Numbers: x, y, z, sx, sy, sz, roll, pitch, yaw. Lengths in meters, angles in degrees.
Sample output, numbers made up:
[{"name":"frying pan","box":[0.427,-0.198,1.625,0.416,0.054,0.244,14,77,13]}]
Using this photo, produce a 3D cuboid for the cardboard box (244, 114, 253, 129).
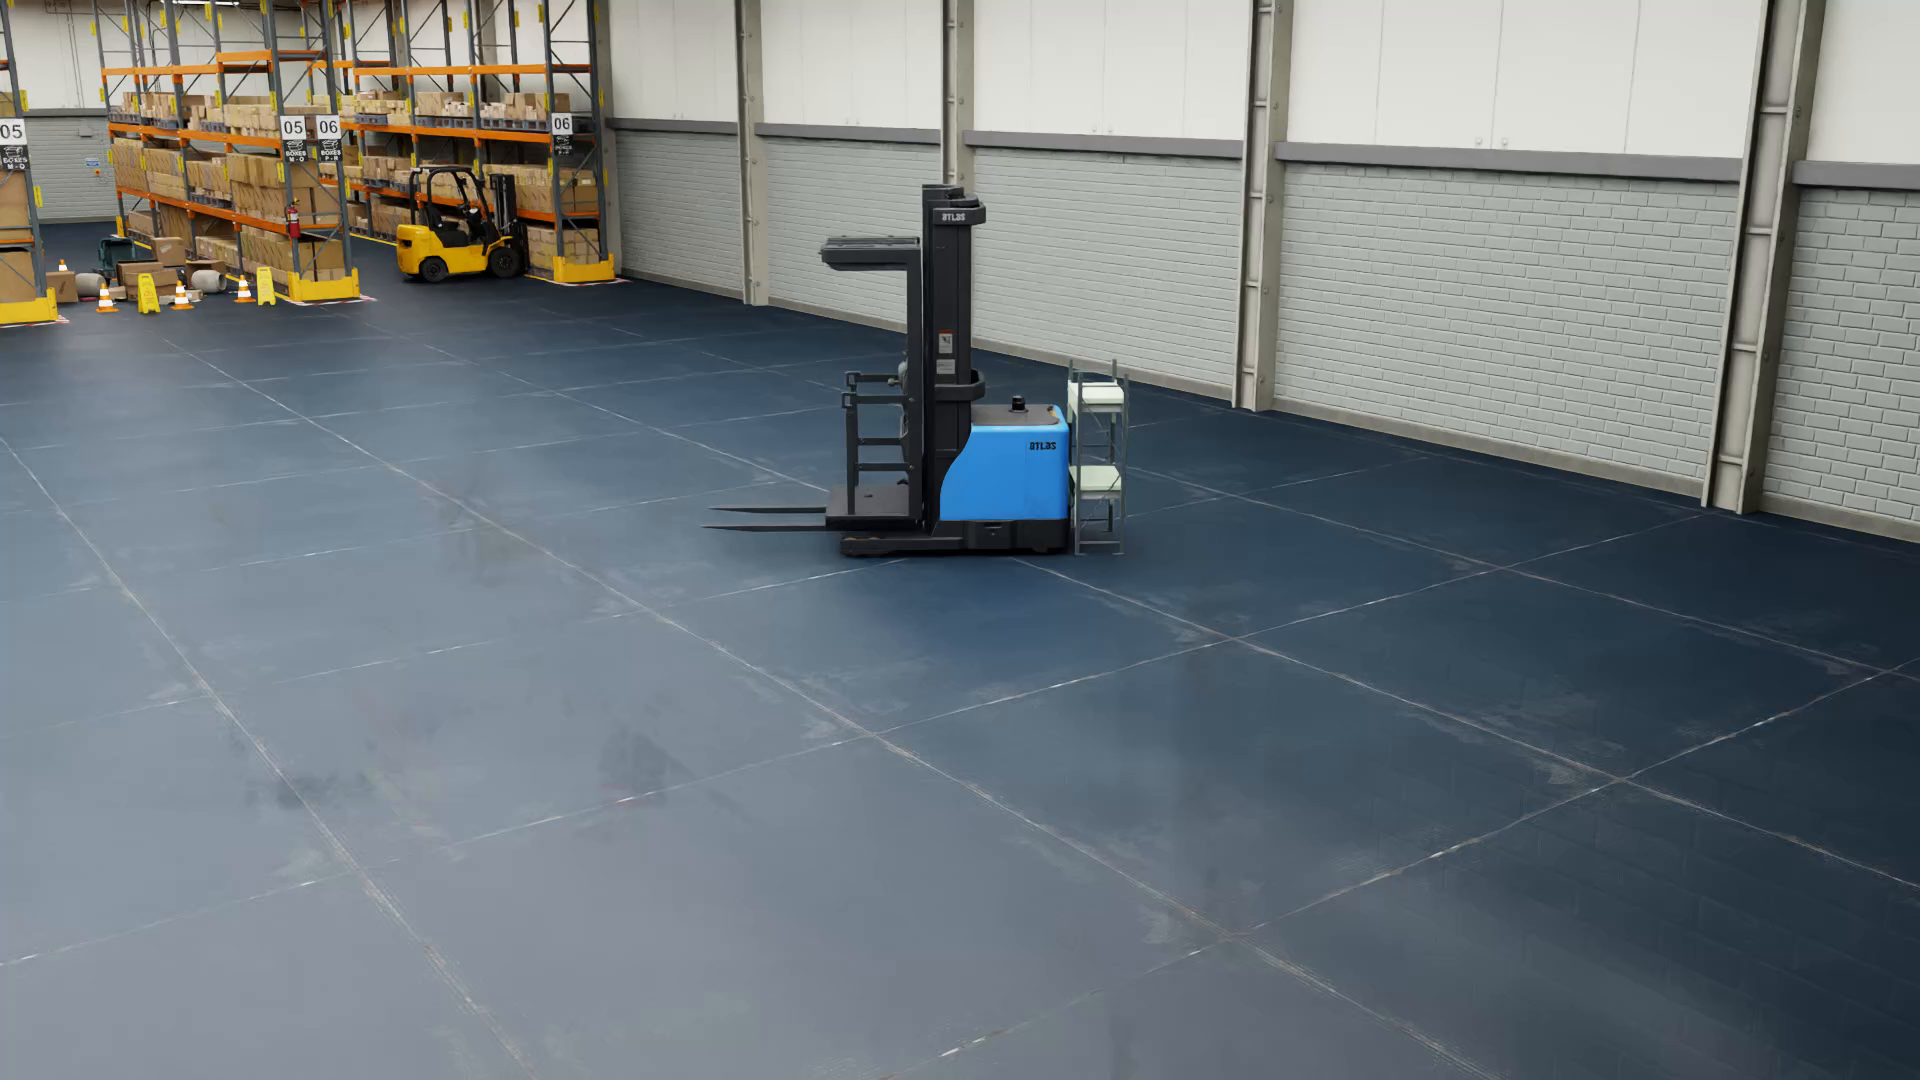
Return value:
[{"name":"cardboard box","box":[-12.849,-7.716,30.624,0.500,0.250,0.500,-11,19,-34]}]

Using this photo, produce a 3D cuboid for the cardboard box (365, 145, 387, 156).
[{"name":"cardboard box","box":[-15.131,-9.931,42.980,0.500,0.500,0.500,-11,19,-36]}]

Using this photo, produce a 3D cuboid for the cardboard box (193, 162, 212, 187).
[{"name":"cardboard box","box":[-15.742,-7.666,34.854,0.500,0.500,0.500,-10,18,-32]}]

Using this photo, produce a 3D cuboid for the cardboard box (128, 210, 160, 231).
[{"name":"cardboard box","box":[-20.367,-8.063,41.913,0.875,0.438,0.875,-12,19,-36]}]

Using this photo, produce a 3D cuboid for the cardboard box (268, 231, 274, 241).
[{"name":"cardboard box","box":[-12.525,-5.609,30.651,0.380,0.149,0.250,-10,18,-34]}]

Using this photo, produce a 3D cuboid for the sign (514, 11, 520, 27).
[{"name":"sign","box":[-9.304,-10.932,34.903,0.100,0.325,0.005,-11,19,-35]}]

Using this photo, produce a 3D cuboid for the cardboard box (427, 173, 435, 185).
[{"name":"cardboard box","box":[-11.762,-8.214,37.742,0.500,0.250,0.500,-10,18,-33]}]

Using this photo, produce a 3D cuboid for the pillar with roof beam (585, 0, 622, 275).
[{"name":"pillar with roof beam","box":[-10.578,-9.091,30.244,9.100,9.000,0.400,-11,19,-35]}]

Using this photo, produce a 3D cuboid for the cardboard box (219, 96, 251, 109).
[{"name":"cardboard box","box":[-14.224,-8.582,32.608,0.500,0.250,0.500,-10,18,-33]}]

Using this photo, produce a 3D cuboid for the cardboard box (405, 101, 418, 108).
[{"name":"cardboard box","box":[-12.561,-10.023,38.297,0.380,0.149,0.250,-10,18,-33]}]

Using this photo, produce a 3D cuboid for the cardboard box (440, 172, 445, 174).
[{"name":"cardboard box","box":[-11.402,-8.258,37.149,0.380,0.149,0.250,-10,18,-33]}]

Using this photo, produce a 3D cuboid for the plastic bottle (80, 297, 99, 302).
[{"name":"plastic bottle","box":[-15.515,-4.289,29.630,0.133,0.061,0.283,10,18,33]}]

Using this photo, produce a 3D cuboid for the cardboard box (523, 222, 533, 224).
[{"name":"cardboard box","box":[-9.142,-6.422,34.378,0.500,0.250,0.500,-10,18,-33]}]

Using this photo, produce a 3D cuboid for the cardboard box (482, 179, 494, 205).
[{"name":"cardboard box","box":[-9.717,-7.344,35.036,0.500,0.500,0.500,-12,19,-36]}]

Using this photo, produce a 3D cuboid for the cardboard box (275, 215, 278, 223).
[{"name":"cardboard box","box":[-12.193,-5.826,30.156,0.380,0.149,0.250,-11,19,-35]}]

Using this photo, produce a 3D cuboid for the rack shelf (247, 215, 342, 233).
[{"name":"rack shelf","box":[-12.604,-5.980,31.235,0.919,0.124,3.809,-11,19,-35]}]

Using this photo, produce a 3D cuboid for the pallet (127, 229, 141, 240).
[{"name":"pallet","box":[-20.302,-7.718,41.877,1.003,0.211,1.213,-11,19,-35]}]

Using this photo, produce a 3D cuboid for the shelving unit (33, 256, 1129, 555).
[{"name":"shelving unit","box":[-9.346,-4.050,26.035,20.390,1.500,26.925,-1,15,-2]}]

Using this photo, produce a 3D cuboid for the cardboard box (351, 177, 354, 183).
[{"name":"cardboard box","box":[-15.338,-9.211,42.524,0.380,0.149,0.250,-10,18,-33]}]

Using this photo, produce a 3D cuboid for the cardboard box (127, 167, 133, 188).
[{"name":"cardboard box","box":[-19.873,-8.804,40.370,0.500,0.500,0.500,-10,18,-33]}]

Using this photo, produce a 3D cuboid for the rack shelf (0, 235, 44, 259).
[{"name":"rack shelf","box":[-16.549,-5.096,28.374,1.077,0.370,4.000,-11,19,-35]}]

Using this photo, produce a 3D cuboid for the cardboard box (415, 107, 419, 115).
[{"name":"cardboard box","box":[-12.160,-9.748,37.786,0.380,0.166,0.250,-11,19,-35]}]

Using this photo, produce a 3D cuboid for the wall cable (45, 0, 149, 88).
[{"name":"wall cable","box":[-23.798,-13.403,45.999,2.355,3.000,0.029,-11,19,-35]}]

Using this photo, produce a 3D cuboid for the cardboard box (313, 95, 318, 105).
[{"name":"cardboard box","box":[-16.765,-11.619,43.936,0.500,0.250,0.500,-11,19,-35]}]

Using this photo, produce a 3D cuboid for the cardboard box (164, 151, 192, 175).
[{"name":"cardboard box","box":[-17.242,-8.329,36.743,0.500,0.500,0.500,-11,19,-34]}]

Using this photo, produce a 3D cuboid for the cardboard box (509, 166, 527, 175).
[{"name":"cardboard box","box":[-8.998,-7.559,34.029,0.380,0.149,0.250,-11,19,-35]}]

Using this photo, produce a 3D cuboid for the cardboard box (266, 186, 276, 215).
[{"name":"cardboard box","box":[-12.576,-5.820,31.252,1.052,1.739,2.341,-11,19,-34]}]

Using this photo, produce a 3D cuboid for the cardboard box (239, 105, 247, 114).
[{"name":"cardboard box","box":[-13.215,-8.038,31.045,0.380,0.149,0.250,-12,19,-36]}]

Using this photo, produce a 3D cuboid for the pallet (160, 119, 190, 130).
[{"name":"pallet","box":[-16.553,-8.999,35.948,1.213,0.211,1.003,-10,18,-32]}]

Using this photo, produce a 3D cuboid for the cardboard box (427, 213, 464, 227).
[{"name":"cardboard box","box":[-11.763,-7.207,38.428,0.875,0.625,0.625,-10,18,-33]}]

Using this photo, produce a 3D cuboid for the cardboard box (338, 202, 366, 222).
[{"name":"cardboard box","box":[-16.069,-8.656,43.961,0.700,0.500,0.500,-10,18,-32]}]

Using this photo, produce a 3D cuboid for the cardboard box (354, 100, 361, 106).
[{"name":"cardboard box","box":[-14.650,-10.727,40.833,0.380,0.149,0.250,-10,18,-33]}]

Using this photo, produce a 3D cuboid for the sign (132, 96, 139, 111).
[{"name":"sign","box":[-18.932,-10.016,38.177,0.100,0.325,0.005,-11,19,-35]}]

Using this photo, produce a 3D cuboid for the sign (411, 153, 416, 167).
[{"name":"sign","box":[-12.552,-8.719,38.207,0.100,0.325,0.005,-11,19,-35]}]

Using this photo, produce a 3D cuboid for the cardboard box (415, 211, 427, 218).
[{"name":"cardboard box","box":[-12.614,-7.661,39.095,0.380,0.149,0.250,-12,19,-37]}]

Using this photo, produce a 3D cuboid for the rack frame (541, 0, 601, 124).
[{"name":"rack frame","box":[-7.415,-9.470,31.631,1.000,3.000,0.127,-11,19,-35]}]

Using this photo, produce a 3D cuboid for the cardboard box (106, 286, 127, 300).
[{"name":"cardboard box","box":[-15.224,-4.470,29.904,0.396,0.266,0.258,-7,17,-25]}]

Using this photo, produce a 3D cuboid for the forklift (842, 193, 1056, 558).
[{"name":"forklift","box":[-12.323,-8.376,27.610,25.350,9.011,32.329,0,15,-2]}]

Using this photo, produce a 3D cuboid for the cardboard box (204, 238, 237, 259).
[{"name":"cardboard box","box":[-15.367,-6.170,35.121,0.950,0.372,0.625,-11,19,-36]}]

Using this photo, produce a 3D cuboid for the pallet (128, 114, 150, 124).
[{"name":"pallet","box":[-18.956,-9.948,39.227,1.003,0.211,1.213,-11,19,-35]}]

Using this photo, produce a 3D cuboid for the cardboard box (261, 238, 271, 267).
[{"name":"cardboard box","box":[-12.711,-5.394,31.094,0.500,0.500,0.500,-11,19,-36]}]

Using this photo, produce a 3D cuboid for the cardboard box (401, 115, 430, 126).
[{"name":"cardboard box","box":[-12.617,-9.731,38.551,0.500,0.250,0.500,-12,19,-36]}]

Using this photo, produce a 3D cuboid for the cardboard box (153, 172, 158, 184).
[{"name":"cardboard box","box":[-18.124,-8.292,38.027,0.500,0.250,0.500,-11,18,-34]}]

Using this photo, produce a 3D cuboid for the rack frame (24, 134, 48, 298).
[{"name":"rack frame","box":[-15.373,-5.016,26.719,1.000,3.000,0.127,-11,19,-35]}]

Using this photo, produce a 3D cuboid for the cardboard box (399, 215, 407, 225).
[{"name":"cardboard box","box":[-13.137,-7.559,39.950,0.500,0.500,0.500,-10,18,-32]}]

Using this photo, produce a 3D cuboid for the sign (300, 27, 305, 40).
[{"name":"sign","box":[-17.262,-13.291,43.673,0.100,0.325,0.005,-11,19,-35]}]

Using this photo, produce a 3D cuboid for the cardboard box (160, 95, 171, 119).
[{"name":"cardboard box","box":[-16.868,-9.393,36.047,0.700,0.500,0.500,-12,19,-37]}]
